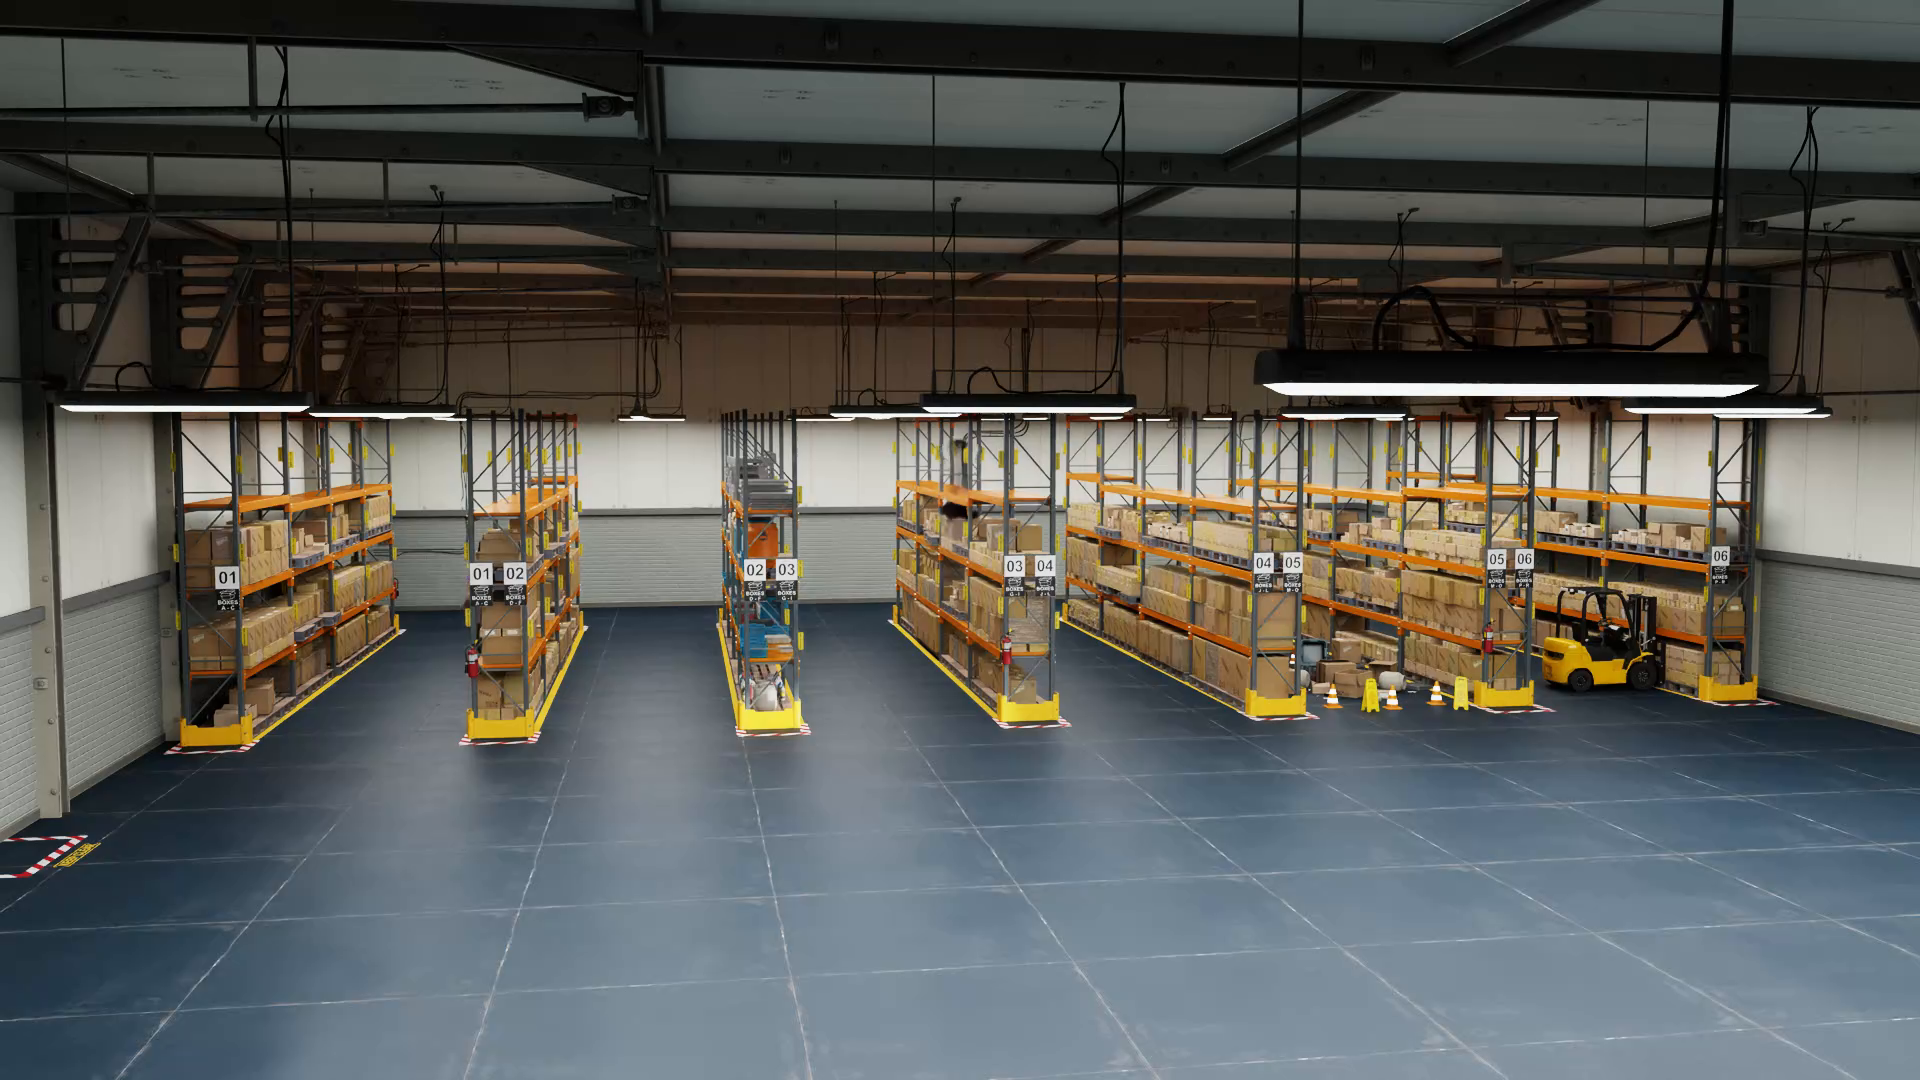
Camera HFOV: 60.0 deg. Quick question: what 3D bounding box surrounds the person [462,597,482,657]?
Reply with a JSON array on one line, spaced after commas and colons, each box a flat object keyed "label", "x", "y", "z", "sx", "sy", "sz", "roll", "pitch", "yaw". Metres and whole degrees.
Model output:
[{"label": "person", "x": -11.661, "y": 2.017, "z": 40.184, "sx": 0.696, "sy": 1.828, "sz": 0.916, "roll": -1, "pitch": 4, "yaw": -17}]
